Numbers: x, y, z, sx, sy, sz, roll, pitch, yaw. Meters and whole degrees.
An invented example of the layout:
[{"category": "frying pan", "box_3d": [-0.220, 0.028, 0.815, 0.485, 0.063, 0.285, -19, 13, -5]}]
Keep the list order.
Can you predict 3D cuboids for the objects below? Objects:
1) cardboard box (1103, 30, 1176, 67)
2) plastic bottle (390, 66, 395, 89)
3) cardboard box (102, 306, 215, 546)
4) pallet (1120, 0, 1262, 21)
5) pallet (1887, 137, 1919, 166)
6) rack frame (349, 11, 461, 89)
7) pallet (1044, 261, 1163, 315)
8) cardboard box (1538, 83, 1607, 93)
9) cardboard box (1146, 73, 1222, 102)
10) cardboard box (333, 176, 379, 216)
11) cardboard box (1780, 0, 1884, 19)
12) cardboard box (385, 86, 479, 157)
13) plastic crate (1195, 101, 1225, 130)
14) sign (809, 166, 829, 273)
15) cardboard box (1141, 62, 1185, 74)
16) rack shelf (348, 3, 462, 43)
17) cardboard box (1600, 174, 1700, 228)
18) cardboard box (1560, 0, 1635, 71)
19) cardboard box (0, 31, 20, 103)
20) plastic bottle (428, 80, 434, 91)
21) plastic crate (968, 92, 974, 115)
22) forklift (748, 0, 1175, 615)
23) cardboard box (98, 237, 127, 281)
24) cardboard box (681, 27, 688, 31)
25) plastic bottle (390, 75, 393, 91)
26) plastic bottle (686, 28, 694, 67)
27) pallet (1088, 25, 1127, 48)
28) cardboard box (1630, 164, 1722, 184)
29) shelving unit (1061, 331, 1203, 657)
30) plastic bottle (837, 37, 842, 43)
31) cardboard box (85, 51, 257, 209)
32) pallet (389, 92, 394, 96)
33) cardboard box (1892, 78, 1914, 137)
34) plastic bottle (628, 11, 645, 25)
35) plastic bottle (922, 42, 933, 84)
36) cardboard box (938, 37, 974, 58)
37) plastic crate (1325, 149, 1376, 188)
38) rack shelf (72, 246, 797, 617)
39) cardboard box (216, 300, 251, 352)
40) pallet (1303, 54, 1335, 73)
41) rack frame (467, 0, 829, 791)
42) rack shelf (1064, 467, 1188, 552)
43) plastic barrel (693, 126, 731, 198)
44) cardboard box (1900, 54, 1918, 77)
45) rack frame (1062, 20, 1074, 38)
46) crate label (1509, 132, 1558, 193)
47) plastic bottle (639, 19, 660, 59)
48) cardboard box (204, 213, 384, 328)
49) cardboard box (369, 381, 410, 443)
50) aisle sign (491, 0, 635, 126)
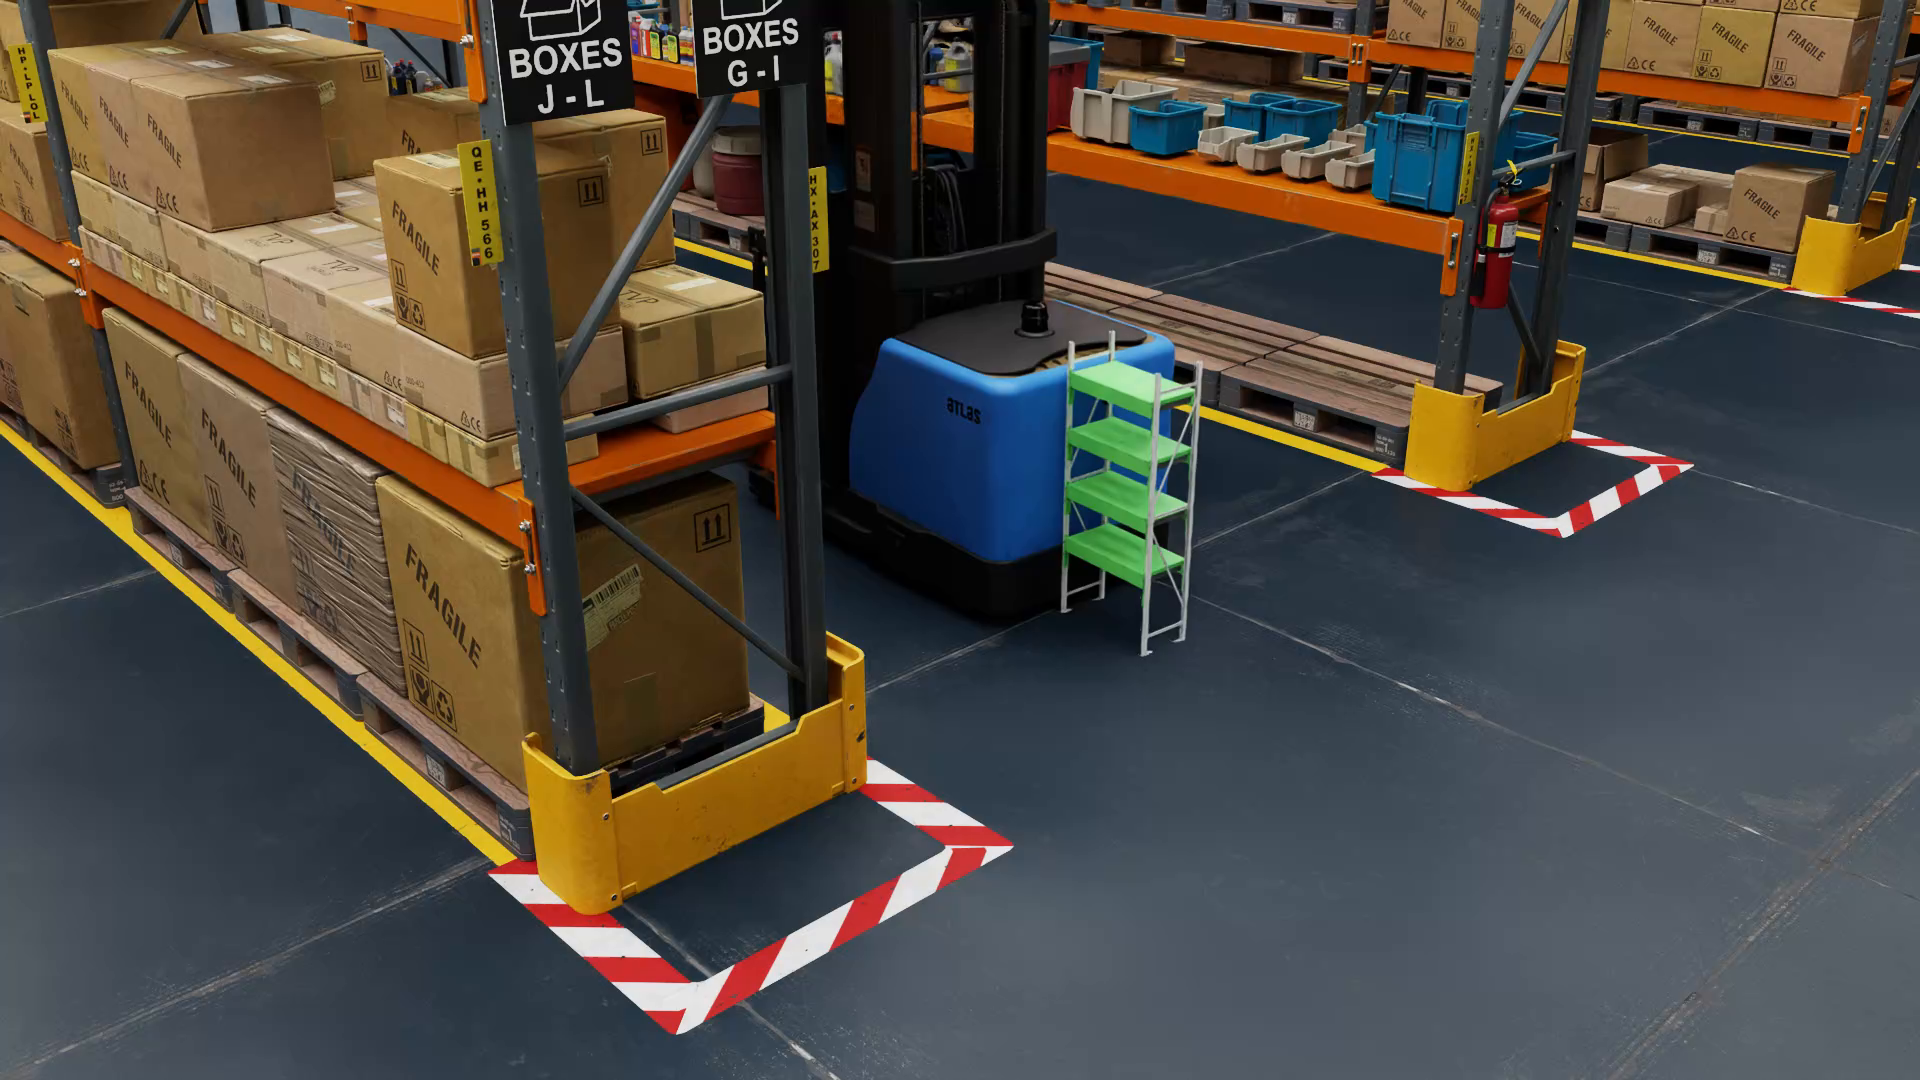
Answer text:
[{"category": "cardboard box", "box_3d": [1.757, -4.812, 16.262, 0.500, 0.250, 0.500, -20, 31, -37]}, {"category": "plastic bottle", "box_3d": [-5.953, -4.861, 17.548, 0.097, 0.271, 0.097, 0, 25, 0]}, {"category": "cardboard box", "box_3d": [-3.203, -0.621, 7.552, 0.875, 0.875, 0.875, -21, 32, -38]}, {"category": "pallet", "box_3d": [2.237, -4.965, 15.251, 1.003, 0.211, 1.213, -21, 32, -38]}, {"category": "pallet", "box_3d": [9.382, -3.575, 15.331, 1.003, 0.211, 1.213, -21, 32, -38]}, {"category": "rack frame", "box_3d": [-5.448, -5.448, 16.079, 1.000, 3.000, 0.127, -21, 32, -38]}, {"category": "pallet", "box_3d": [0.551, -1.544, 10.880, 1.003, 0.211, 1.213, -21, 32, -38]}, {"category": "cardboard box", "box_3d": [6.713, -5.208, 17.636, 0.750, 0.750, 0.750, -21, 32, -38]}, {"category": "cardboard box", "box_3d": [2.069, -4.017, 15.424, 0.500, 0.500, 0.500, 22, 33, 40]}, {"category": "cardboard box", "box_3d": [-2.397, -1.317, 6.844, 0.500, 0.250, 0.500, -20, 32, -37]}, {"category": "cardboard box", "box_3d": [5.868, -3.774, 11.084, 0.500, 0.500, 0.500, -22, 32, -39]}, {"category": "cardboard box", "box_3d": [-1.693, -1.345, 6.002, 0.500, 0.500, 0.500, -22, 33, -40]}, {"category": "plastic crate", "box_3d": [1.430, -2.490, 9.839, 0.293, 0.136, 0.466, -21, 32, -38]}, {"category": "sign", "box_3d": [-0.452, -0.993, 5.175, 0.100, 0.325, 0.005, -21, 32, -38]}, {"category": "cardboard box", "box_3d": [2.069, -4.330, 16.109, 0.500, 0.500, 0.500, 22, 33, 40]}, {"category": "rack shelf", "box_3d": [-4.081, -4.515, 14.900, 1.077, 0.370, 4.000, -21, 32, -38]}, {"category": "cardboard box", "box_3d": [5.194, -2.557, 12.524, 0.500, 0.250, 0.500, -21, 32, -38]}, {"category": "cardboard box", "box_3d": [4.829, -3.782, 12.306, 0.500, 0.500, 0.500, -22, 32, -39]}, {"category": "cardboard box", "box_3d": [-4.499, -2.524, 8.339, 0.797, 0.503, 0.637, -21, 32, -38]}, {"category": "plastic bottle", "box_3d": [-5.415, -4.627, 17.120, 0.097, 0.201, 0.097, 0, 25, 0]}, {"category": "plastic crate", "box_3d": [0.234, -2.750, 10.410, 0.396, 0.136, 0.243, -21, 32, -38]}, {"category": "forklift", "box_3d": [-0.377, -1.566, 7.651, 1.130, 2.935, 3.031, -18, 30, -34]}, {"category": "cardboard box", "box_3d": [-3.456, -1.242, 7.160, 0.250, 0.149, 0.380, 23, 33, 40]}, {"category": "cardboard box", "box_3d": [-3.335, -6.324, 20.805, 0.500, 0.250, 0.500, -21, 32, -38]}, {"category": "plastic bottle", "box_3d": [-6.002, -4.887, 17.690, 0.097, 0.201, 0.097, 0, 25, 0]}, {"category": "plastic bottle", "box_3d": [-1.963, -3.632, 12.253, 0.097, 0.271, 0.097, 0, 25, 0]}, {"category": "pallet", "box_3d": [2.317, -6.755, 22.302, 1.003, 0.211, 1.213, -21, 32, -38]}, {"category": "cardboard box", "box_3d": [5.524, -2.714, 12.868, 0.500, 0.250, 0.500, -21, 32, -38]}, {"category": "shelving unit", "box_3d": [0.678, -0.186, 6.711, 0.258, 1.200, 0.503, -18, 30, -34]}, {"category": "plastic bottle", "box_3d": [-0.809, -3.567, 12.105, 0.152, 0.276, 0.135, -21, 32, -38]}, {"category": "cardboard box", "box_3d": [-3.124, -1.659, 6.691, 0.500, 0.500, 0.500, -21, 32, -38]}, {"category": "pallet", "box_3d": [-5.876, -4.395, 17.130, 1.003, 0.211, 1.213, -21, 32, -38]}, {"category": "cardboard box", "box_3d": [9.092, -4.012, 15.437, 0.700, 0.500, 0.500, -21, 32, -39]}, {"category": "plastic bottle", "box_3d": [-2.543, -4.000, 13.054, 0.152, 0.276, 0.135, -21, 32, -38]}, {"category": "plastic bottle", "box_3d": [-0.268, -3.327, 11.579, 0.152, 0.276, 0.135, -21, 32, -38]}, {"category": "cardboard box", "box_3d": [0.007, -5.080, 17.403, 0.500, 0.311, 0.500, -22, 32, -39]}, {"category": "plastic crate", "box_3d": [2.065, -1.916, 8.581, 0.396, 0.136, 0.243, -21, 32, -38]}, {"category": "rack shelf", "box_3d": [-2.228, -0.686, 6.507, 1.077, 0.370, 4.000, -21, 32, -38]}, {"category": "cardboard box", "box_3d": [-2.569, -0.849, 6.301, 0.380, 0.149, 0.250, -22, 33, -40]}, {"category": "pallet", "box_3d": [3.985, -6.015, 20.682, 1.003, 0.211, 1.213, -21, 32, -38]}, {"category": "rack frame", "box_3d": [-0.861, -0.408, 5.030, 1.000, 3.000, 0.127, -21, 32, -38]}, {"category": "rack shelf", "box_3d": [0.678, -0.128, 6.738, 0.258, 0.148, 0.480, -18, 30, -34]}, {"category": "plastic barrel", "box_3d": [-1.916, -3.007, 13.218, 0.421, 0.512, 0.421, 0, 25, 0]}, {"category": "cardboard box", "box_3d": [8.974, -4.481, 15.682, 0.380, 0.149, 0.250, -21, 32, -38]}, {"category": "rack frame", "box_3d": [1.784, -8.259, 22.239, 1.000, 3.000, 0.127, -21, 32, -38]}, {"category": "crate label", "box_3d": [2.826, -1.932, 8.500, 0.416, 0.233, 0.303, -21, 32, -38]}, {"category": "plastic bottle", "box_3d": [-2.338, -3.817, 12.652, 0.152, 0.276, 0.135, -21, 32, -38]}, {"category": "cardboard box", "box_3d": [-2.440, -1.011, 6.174, 0.500, 0.250, 0.500, -21, 32, -38]}, {"category": "cardboard box", "box_3d": [-1.696, -0.463, 5.453, 0.380, 0.149, 0.250, -21, 32, -38]}, {"category": "aisle sign", "box_3d": [-1.031, -1.483, 4.256, 0.394, 0.787, 0.004, -21, 32, -38]}]
